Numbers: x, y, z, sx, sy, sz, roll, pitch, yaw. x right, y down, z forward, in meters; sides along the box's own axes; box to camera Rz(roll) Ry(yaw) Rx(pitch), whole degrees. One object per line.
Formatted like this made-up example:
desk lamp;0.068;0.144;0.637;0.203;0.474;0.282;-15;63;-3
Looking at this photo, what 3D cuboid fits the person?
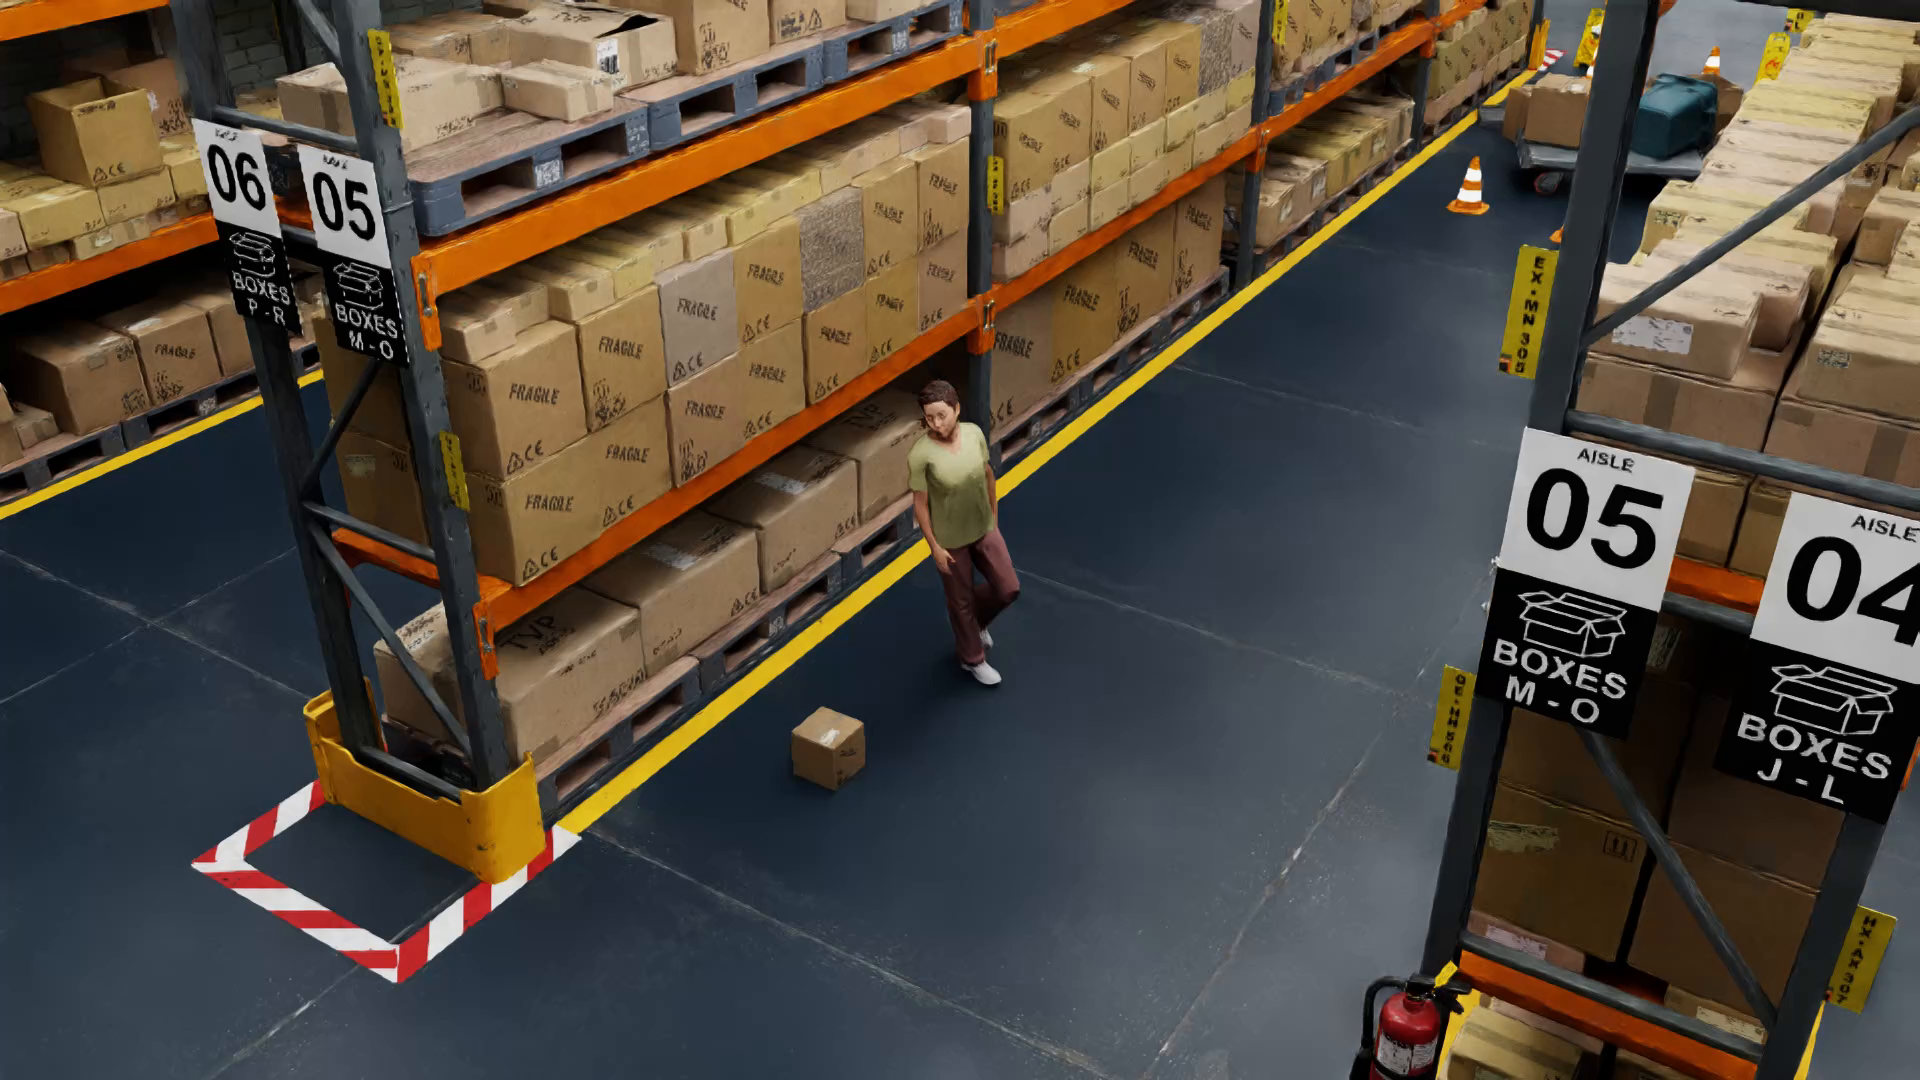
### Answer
person;-0.004;-0.035;8.238;0.525;1.656;0.478;-14;33;-22
